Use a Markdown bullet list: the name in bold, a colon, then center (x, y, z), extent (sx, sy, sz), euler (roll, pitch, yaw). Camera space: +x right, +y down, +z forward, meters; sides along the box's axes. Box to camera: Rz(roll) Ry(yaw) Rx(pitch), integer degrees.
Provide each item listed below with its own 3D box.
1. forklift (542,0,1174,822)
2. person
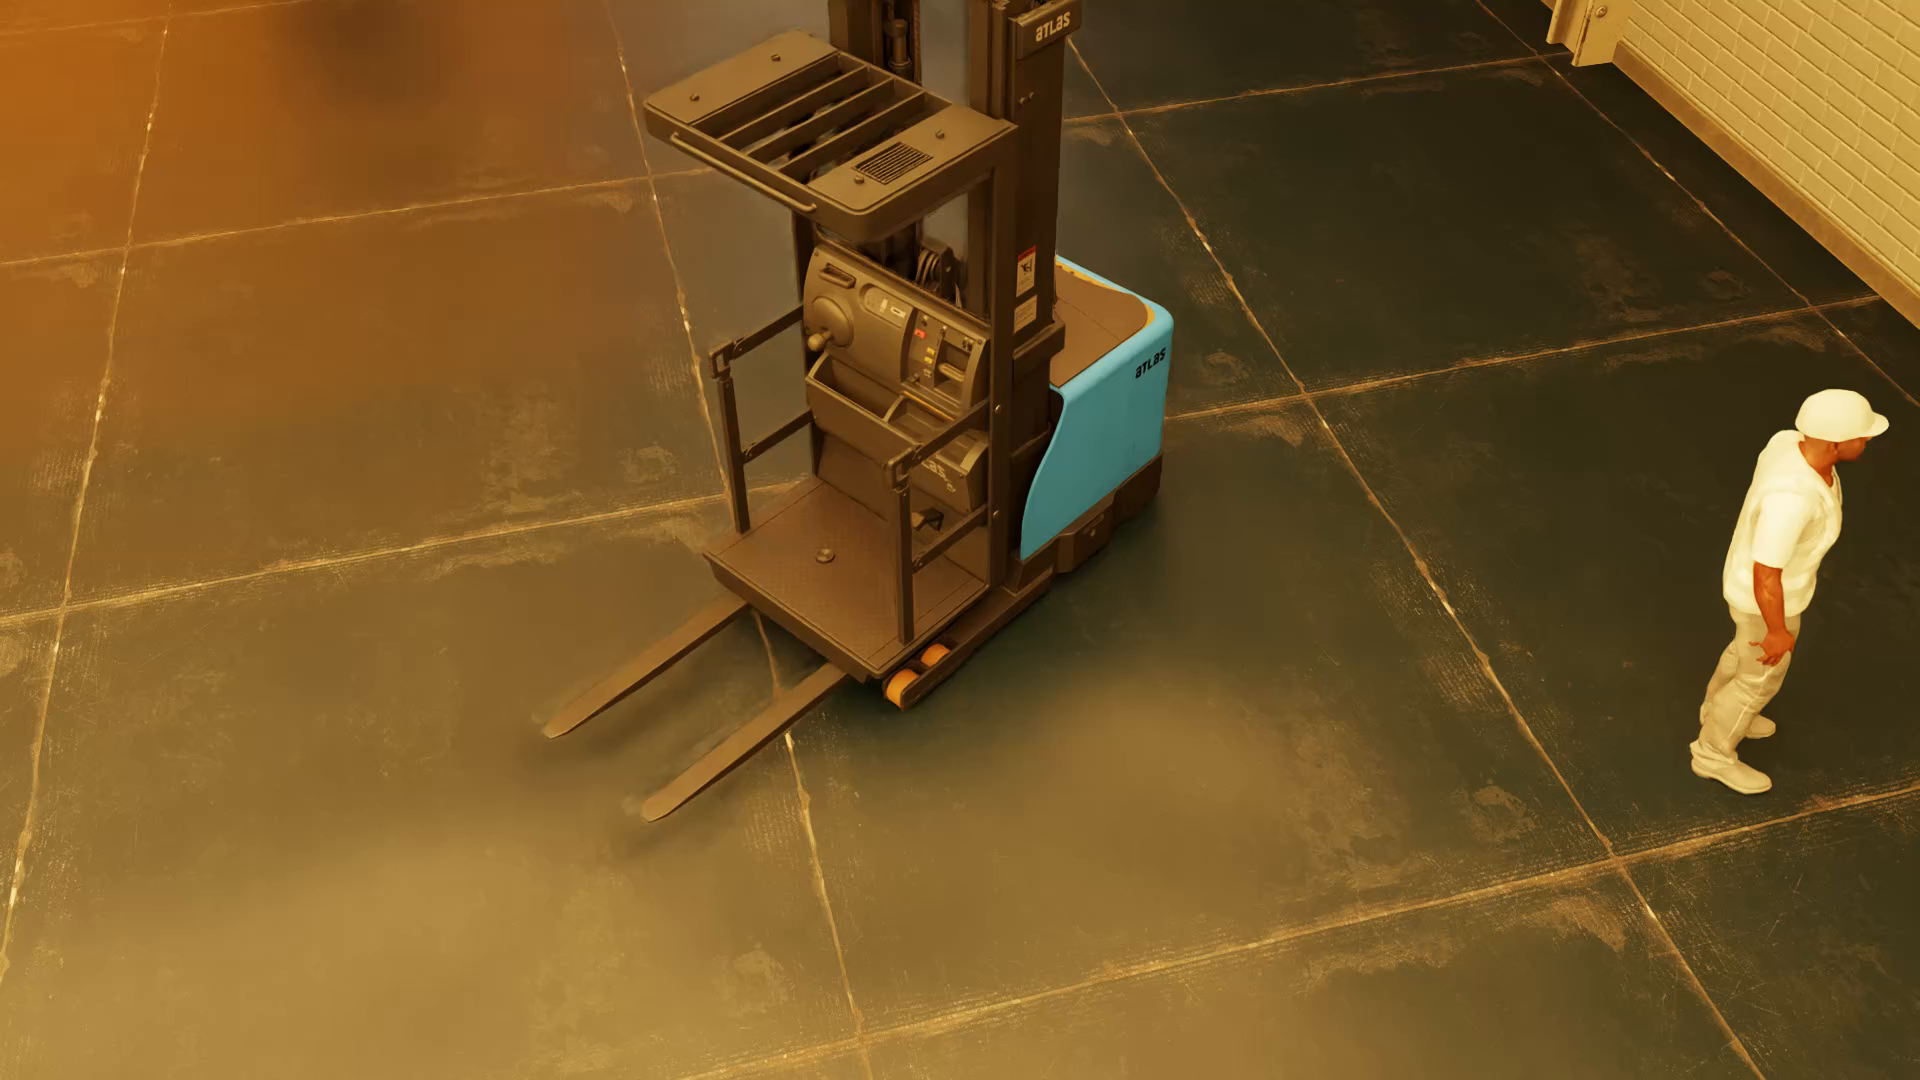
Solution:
- **forklift**: center (-0.409, -0.754, 6.443), extent (1.130, 2.935, 3.031), euler (32, 52, 29)
- **person**: center (3.116, 0.185, 6.306), extent (0.492, 1.778, 0.661), euler (16, 46, 17)
